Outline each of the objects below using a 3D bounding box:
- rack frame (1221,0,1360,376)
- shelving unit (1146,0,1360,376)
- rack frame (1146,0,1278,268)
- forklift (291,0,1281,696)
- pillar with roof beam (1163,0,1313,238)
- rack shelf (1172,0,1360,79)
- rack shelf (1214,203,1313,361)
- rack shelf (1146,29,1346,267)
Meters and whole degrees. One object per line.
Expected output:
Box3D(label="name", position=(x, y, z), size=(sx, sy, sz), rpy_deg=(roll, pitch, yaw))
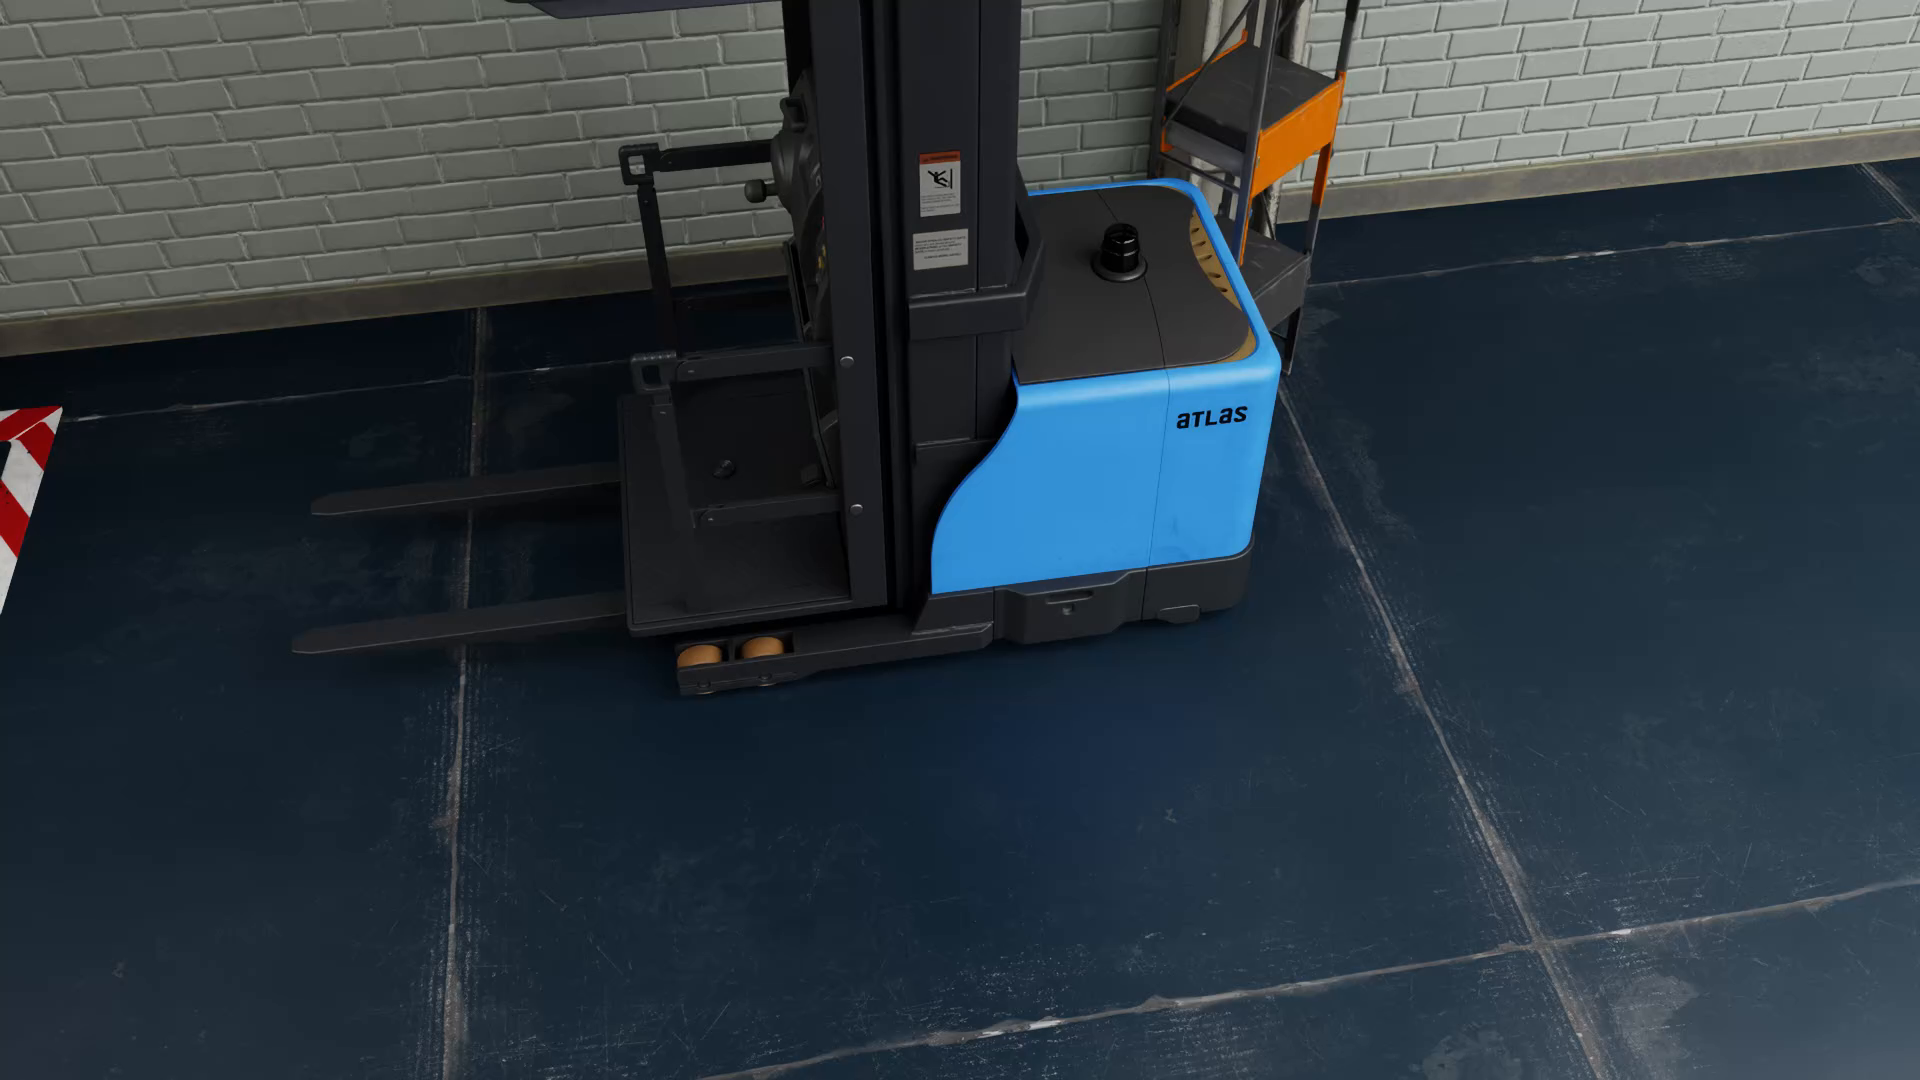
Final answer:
Box3D(label="rack frame", position=(1.111, -1.457, 5.696), size=(0.400, 2.100, 0.015), rpy_deg=(34, 55, 28))
Box3D(label="shelving unit", position=(0.946, -1.328, 5.571), size=(0.431, 2.100, 0.503), rpy_deg=(34, 55, 28))
Box3D(label="rack frame", position=(0.781, -1.198, 5.447), size=(0.400, 2.100, 0.015), rpy_deg=(34, 55, 28))
Box3D(label="forklift", position=(-0.621, -0.940, 4.620), size=(3.031, 2.935, 1.130), rpy_deg=(-7, 46, -7))
Box3D(label="pillar with roof beam", position=(1.788, -1.283, 0.738), size=(0.400, 9.000, 9.100), rpy_deg=(-7, 46, -7))
Box3D(label="rack shelf", position=(0.946, -1.804, 5.077), size=(0.431, 0.518, 0.480), rpy_deg=(34, 55, 28))
Box3D(label="rack shelf", position=(0.946, -0.833, 6.085), size=(0.431, 0.518, 0.480), rpy_deg=(34, 55, 28))
Box3D(label="rack shelf", position=(0.946, -1.318, 5.581), size=(0.431, 0.518, 0.480), rpy_deg=(34, 55, 28))
